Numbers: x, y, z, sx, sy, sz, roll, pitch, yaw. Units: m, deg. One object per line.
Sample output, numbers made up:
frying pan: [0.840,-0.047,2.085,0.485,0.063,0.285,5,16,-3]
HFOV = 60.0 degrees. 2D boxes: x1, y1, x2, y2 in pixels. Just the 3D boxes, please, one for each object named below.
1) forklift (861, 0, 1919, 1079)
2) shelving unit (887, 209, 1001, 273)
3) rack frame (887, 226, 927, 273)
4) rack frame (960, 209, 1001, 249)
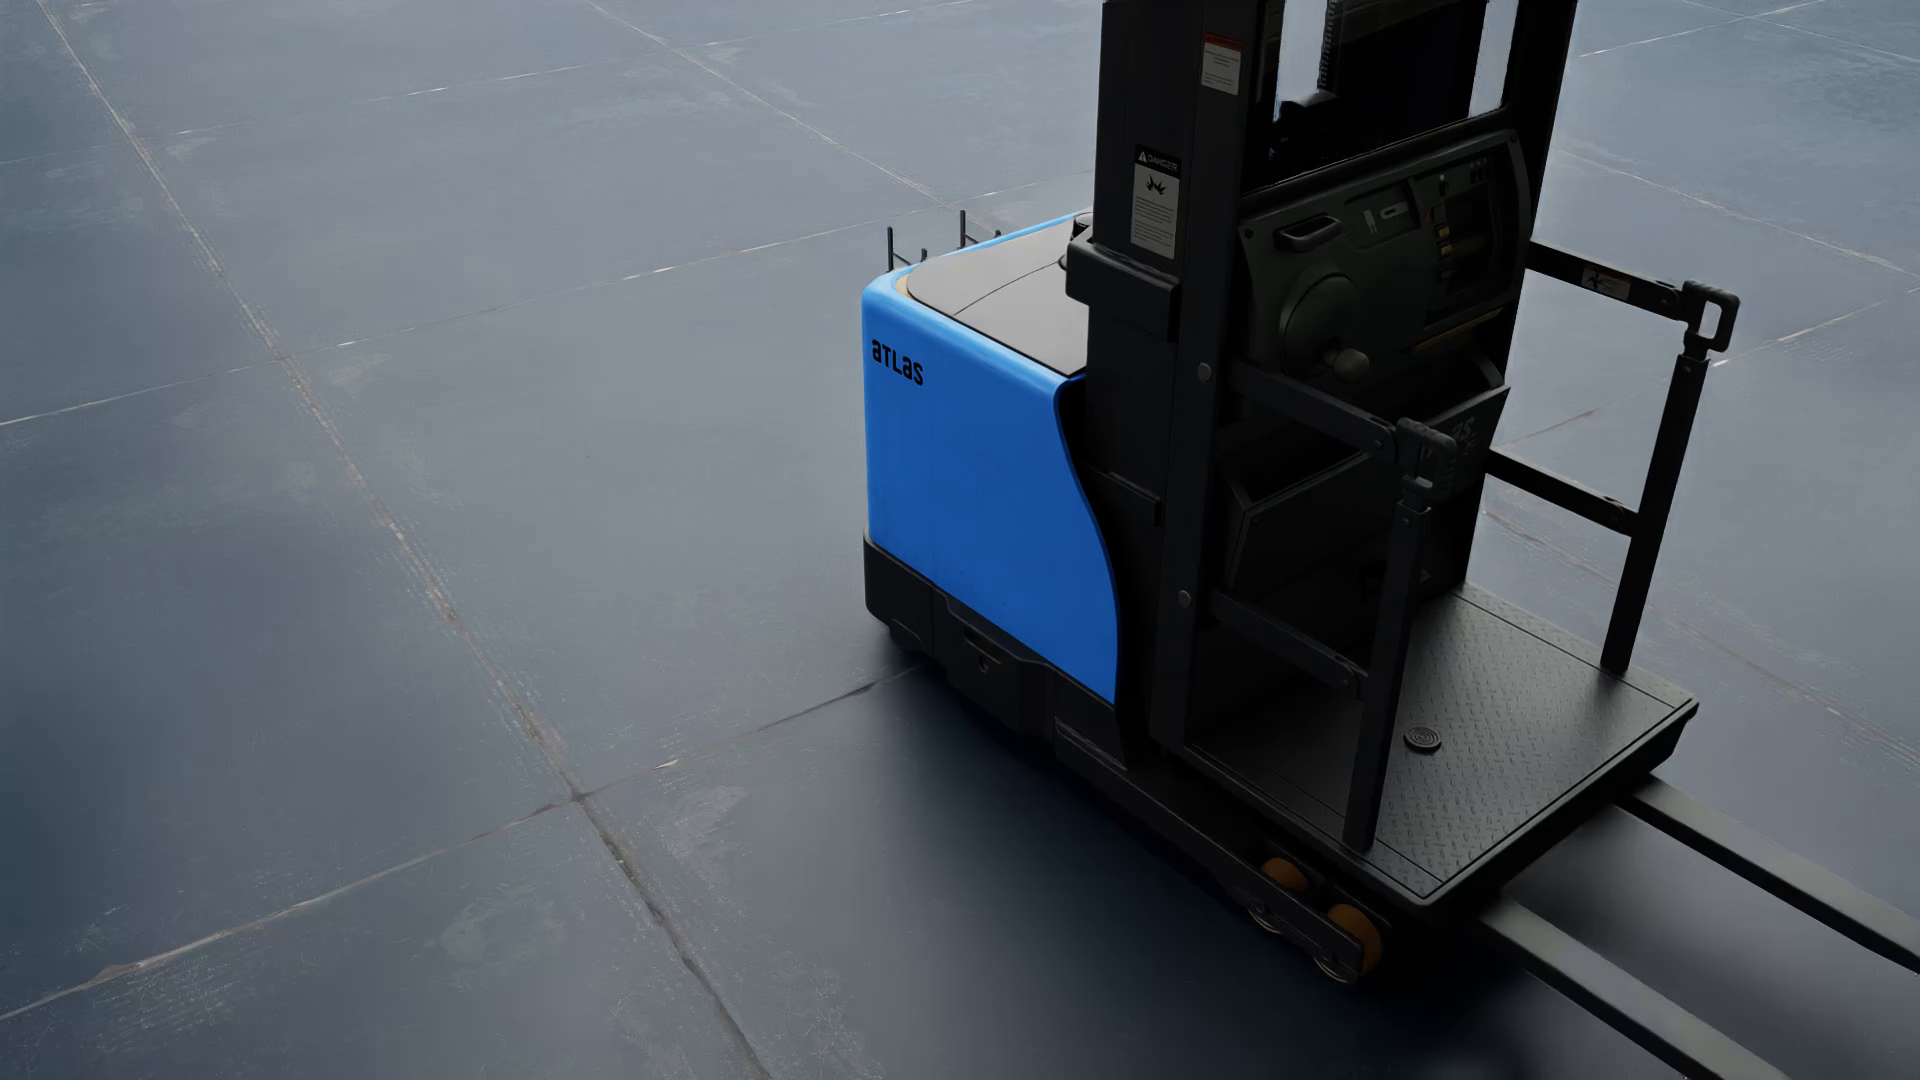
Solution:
forklift: [1.056,-0.565,3.399,1.130,2.935,3.031,-24,39,-33]
shelving unit: [-0.045,-0.429,4.945,0.252,1.050,0.215,-19,37,-27]
rack frame: [-0.148,-0.393,4.889,0.008,1.050,0.200,-19,37,-27]
rack frame: [0.058,-0.464,5.001,0.008,1.050,0.200,-19,37,-27]
